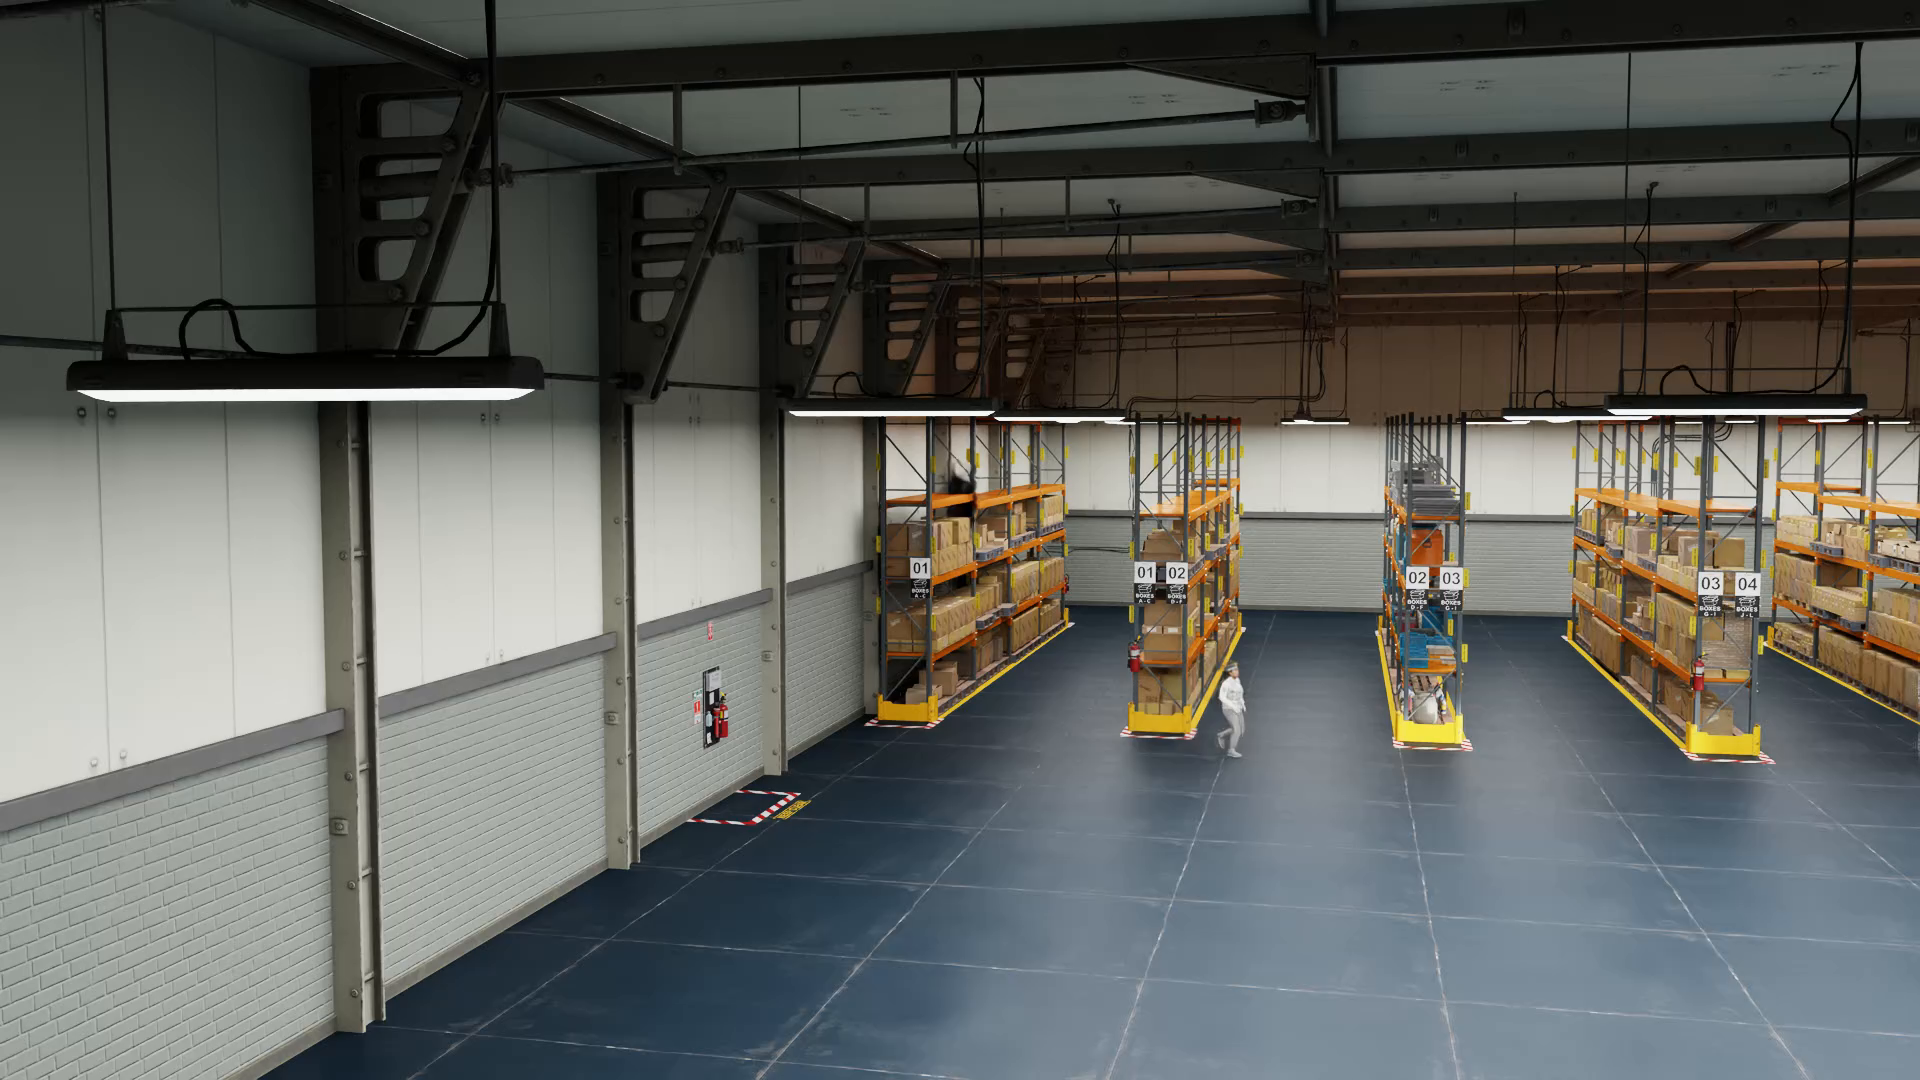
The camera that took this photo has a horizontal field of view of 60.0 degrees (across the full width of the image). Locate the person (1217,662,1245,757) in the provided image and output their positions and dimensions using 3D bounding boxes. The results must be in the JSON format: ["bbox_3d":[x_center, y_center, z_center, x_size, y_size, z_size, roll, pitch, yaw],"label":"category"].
[{"bbox_3d":[4.699,2.943,28.938,0.584,1.635,0.665,3,5,40],"label":"person"}]
